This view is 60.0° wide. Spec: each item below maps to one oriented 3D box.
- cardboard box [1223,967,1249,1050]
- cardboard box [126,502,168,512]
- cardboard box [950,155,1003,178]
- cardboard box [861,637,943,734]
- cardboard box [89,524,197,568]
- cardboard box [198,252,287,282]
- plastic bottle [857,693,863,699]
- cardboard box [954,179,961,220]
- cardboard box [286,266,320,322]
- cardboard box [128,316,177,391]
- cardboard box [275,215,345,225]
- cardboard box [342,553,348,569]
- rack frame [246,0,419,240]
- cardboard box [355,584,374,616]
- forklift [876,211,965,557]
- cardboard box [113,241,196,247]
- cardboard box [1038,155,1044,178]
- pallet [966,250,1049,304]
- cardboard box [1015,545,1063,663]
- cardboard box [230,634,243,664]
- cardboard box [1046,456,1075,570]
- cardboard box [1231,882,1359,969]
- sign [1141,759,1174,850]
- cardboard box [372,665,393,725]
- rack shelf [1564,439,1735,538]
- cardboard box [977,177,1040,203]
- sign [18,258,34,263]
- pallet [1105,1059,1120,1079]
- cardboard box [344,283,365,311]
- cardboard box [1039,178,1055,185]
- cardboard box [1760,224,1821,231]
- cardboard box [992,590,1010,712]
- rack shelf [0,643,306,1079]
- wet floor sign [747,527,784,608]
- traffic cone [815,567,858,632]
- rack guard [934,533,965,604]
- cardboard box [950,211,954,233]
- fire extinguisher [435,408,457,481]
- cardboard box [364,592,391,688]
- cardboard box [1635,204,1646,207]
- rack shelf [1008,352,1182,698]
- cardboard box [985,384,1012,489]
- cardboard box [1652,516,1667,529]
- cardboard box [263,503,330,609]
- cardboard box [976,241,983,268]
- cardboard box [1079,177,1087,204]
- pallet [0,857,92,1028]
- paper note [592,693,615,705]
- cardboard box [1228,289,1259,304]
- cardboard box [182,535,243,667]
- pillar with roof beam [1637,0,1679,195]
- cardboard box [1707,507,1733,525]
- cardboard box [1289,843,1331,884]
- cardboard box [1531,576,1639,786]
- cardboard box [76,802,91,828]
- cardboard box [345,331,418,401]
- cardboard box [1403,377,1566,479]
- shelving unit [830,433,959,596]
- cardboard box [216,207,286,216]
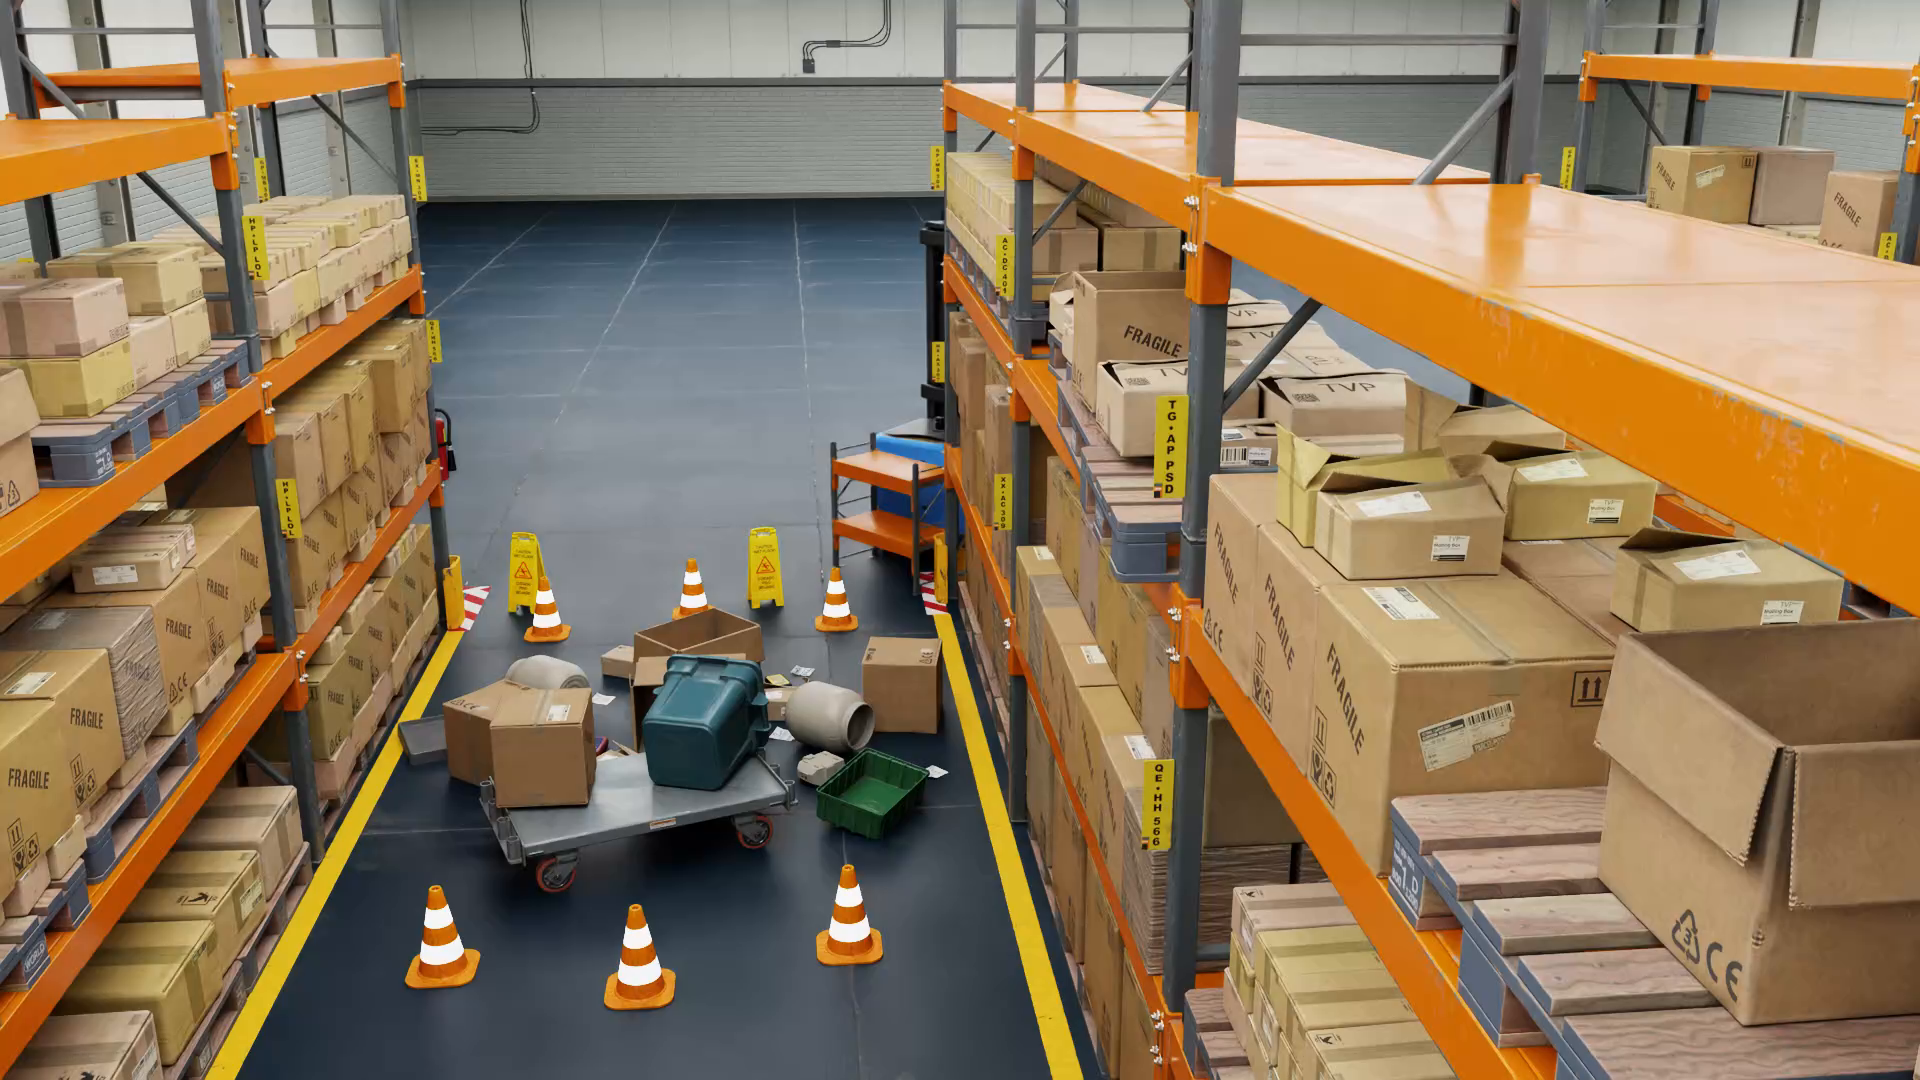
[{"bbox_3d":[1.052,1.472,5.271,0.380,0.149,0.250,-2,18,-6],"label":"cardboard box"},{"bbox_3d":[-4.412,0.090,9.292,0.500,0.500,0.500,-2,18,-7],"label":"cardboard box"},{"bbox_3d":[0.124,-2.726,12.138,0.380,0.149,0.250,-2,18,-5],"label":"cardboard box"},{"bbox_3d":[-0.387,0.982,11.283,0.500,0.500,0.500,1,17,4],"label":"cardboard box"},{"bbox_3d":[-3.763,0.040,7.666,0.380,0.149,0.250,-2,18,-7],"label":"cardboard box"},{"bbox_3d":[-3.883,-1.468,8.998,0.380,0.149,0.250,-1,17,-4],"label":"cardboard box"},{"bbox_3d":[-0.807,1.131,11.546,0.283,0.061,0.133,-8,19,-25],"label":"plastic bottle"},{"bbox_3d":[0.230,-2.417,11.819,0.500,0.250,0.500,-2,18,-6],"label":"cardboard box"},{"bbox_3d":[-3.954,-1.390,9.416,0.500,0.250,0.500,-2,18,-6],"label":"cardboard box"},{"bbox_3d":[-3.867,-0.835,7.443,0.500,0.250,0.500,-2,17,-5],"label":"cardboard box"},{"bbox_3d":[-4.176,-2.005,10.709,0.380,0.149,0.250,-2,18,-7],"label":"cardboard box"},{"bbox_3d":[-4.017,0.115,10.294,0.380,0.149,0.250,-2,18,-6],"label":"cardboard box"},{"bbox_3d":[-4.532,-3.650,11.851,1.000,3.000,0.127,-2,18,-6],"label":"rack frame"},{"bbox_3d":[-3.950,0.392,10.547,0.380,0.149,0.250,-1,17,-2],"label":"cardboard box"},{"bbox_3d":[0.416,-1.597,15.444,1.130,2.935,3.031,10,20,30],"label":"forklift"},{"bbox_3d":[-4.567,-1.604,9.430,0.380,0.149,0.250,-1,17,-4],"label":"cardboard box"},{"bbox_3d":[0.778,-2.746,12.201,0.380,0.149,0.250,-2,18,-5],"label":"cardboard box"},{"bbox_3d":[0.598,-1.774,11.034,1.003,0.211,1.213,-2,18,-6],"label":"pallet"},{"bbox_3d":[0.581,0.339,8.996,0.500,0.500,0.500,-2,17,-5],"label":"cardboard box"},{"bbox_3d":[-3.782,0.548,8.216,0.380,0.149,0.250,-2,18,-7],"label":"cardboard box"},{"bbox_3d":[0.851,-0.156,8.902,0.700,0.500,0.500,-2,18,-7],"label":"cardboard box"},{"bbox_3d":[1.062,1.194,5.165,0.380,0.149,0.250,-2,18,-6],"label":"cardboard box"},{"bbox_3d":[0.655,0.879,5.510,0.100,0.325,0.005,-2,18,-6],"label":"sign"},{"bbox_3d":[-4.035,1.015,10.898,0.500,0.250,0.500,-2,18,-6],"label":"cardboard box"},{"bbox_3d":[5.532,-0.154,11.935,1.077,0.370,4.000,-2,18,-6],"label":"rack shelf"},{"bbox_3d":[0.310,-2.194,10.441,0.380,0.149,0.250,-2,18,-6],"label":"cardboard box"},{"bbox_3d":[-4.658,-1.254,8.367,0.100,0.325,0.005,-2,18,-6],"label":"sign"},{"bbox_3d":[1.200,2.506,6.914,1.003,0.211,1.213,-2,18,-6],"label":"pallet"},{"bbox_3d":[-4.014,-1.545,10.574,0.380,0.149,0.250,-2,18,-6],"label":"cardboard box"},{"bbox_3d":[0.761,-2.434,11.872,0.500,0.250,0.500,-2,18,-6],"label":"cardboard box"},{"bbox_3d":[5.774,-2.099,11.506,0.380,0.149,0.250,-3,18,-8],"label":"cardboard box"},{"bbox_3d":[0.702,0.577,11.251,0.875,0.875,0.875,-2,18,-5],"label":"cardboard box"},{"bbox_3d":[-3.913,1.344,7.164,1.077,0.370,4.000,-2,18,-6],"label":"rack shelf"},{"bbox_3d":[-1.591,0.205,13.518,0.267,0.644,0.232,-5,18,-15],"label":"wet floor sign"},{"bbox_3d":[-0.976,0.442,13.069,0.336,0.463,0.334,-2,18,-6],"label":"traffic cone"},{"bbox_3d":[0.379,0.215,13.730,1.175,0.500,0.348,-2,18,-6],"label":"rack guard"},{"bbox_3d":[0.125,-2.342,12.245,0.380,0.149,0.250,-2,18,-5],"label":"cardboard box"},{"bbox_3d":[-4.085,-0.799,12.916,0.296,0.674,0.183,-2,18,-6],"label":"fire extinguisher"},{"bbox_3d":[-4.030,0.660,10.776,0.500,0.500,0.500,-1,17,-3],"label":"cardboard box"},{"bbox_3d":[5.054,-2.474,12.699,0.380,0.149,0.250,-1,17,-4],"label":"cardboard box"},{"bbox_3d":[1.000,-0.271,7.297,1.077,0.370,4.000,-2,18,-6],"label":"rack shelf"},{"bbox_3d":[0.618,-0.637,10.217,0.875,0.550,0.550,-2,18,-6],"label":"cardboard box"},{"bbox_3d":[5.373,0.085,13.442,0.500,0.500,0.500,1,17,5],"label":"cardboard box"},{"bbox_3d":[-3.887,0.075,9.339,0.500,0.500,0.500,-2,18,-6],"label":"cardboard box"},{"bbox_3d":[0.306,-1.816,10.570,0.380,0.149,0.250,-2,18,-6],"label":"cardboard box"},{"bbox_3d":[0.962,-2.216,10.515,0.380,0.149,0.250,-2,18,-6],"label":"cardboard box"},{"bbox_3d":[-3.886,1.479,5.853,1.213,0.211,1.003,-2,18,-6],"label":"pallet"},{"bbox_3d":[-2.516,1.113,11.674,0.148,0.019,0.142,4,18,13],"label":"paper note"},{"bbox_3d":[1.140,-1.025,7.882,0.500,0.250,0.500,-2,18,-6],"label":"cardboard box"},{"bbox_3d":[-3.791,0.293,7.945,0.500,0.500,0.500,-2,18,-5],"label":"cardboard box"},{"bbox_3d":[13.663,-13.038,41.756,9.100,9.000,0.400,-2,18,-6],"label":"pillar with roof beam"},{"bbox_3d":[5.344,-0.211,11.333,0.380,0.149,0.250,-2,18,-6],"label":"cardboard box"},{"bbox_3d":[1.429,1.223,6.179,0.500,0.500,0.500,-2,17,-5],"label":"cardboard box"},{"bbox_3d":[1.630,0.394,3.812,0.500,0.500,0.500,-2,18,-6],"label":"cardboard box"},{"bbox_3d":[-3.643,1.093,6.479,0.380,0.149,0.250,-1,17,-2],"label":"cardboard box"},{"bbox_3d":[-4.217,-1.158,11.596,0.700,0.500,0.500,-2,18,-5],"label":"cardboard box"},{"bbox_3d":[1.507,-0.318,4.804,0.396,0.266,0.258,-2,18,-6],"label":"cardboard box"},{"bbox_3d":[-0.558,-0.235,14.120,0.538,1.125,1.048,-17,24,-42],"label":"shelving unit"},{"bbox_3d":[-4.740,-2.139,11.135,0.380,0.149,0.250,-2,18,-6],"label":"cardboard box"}]
